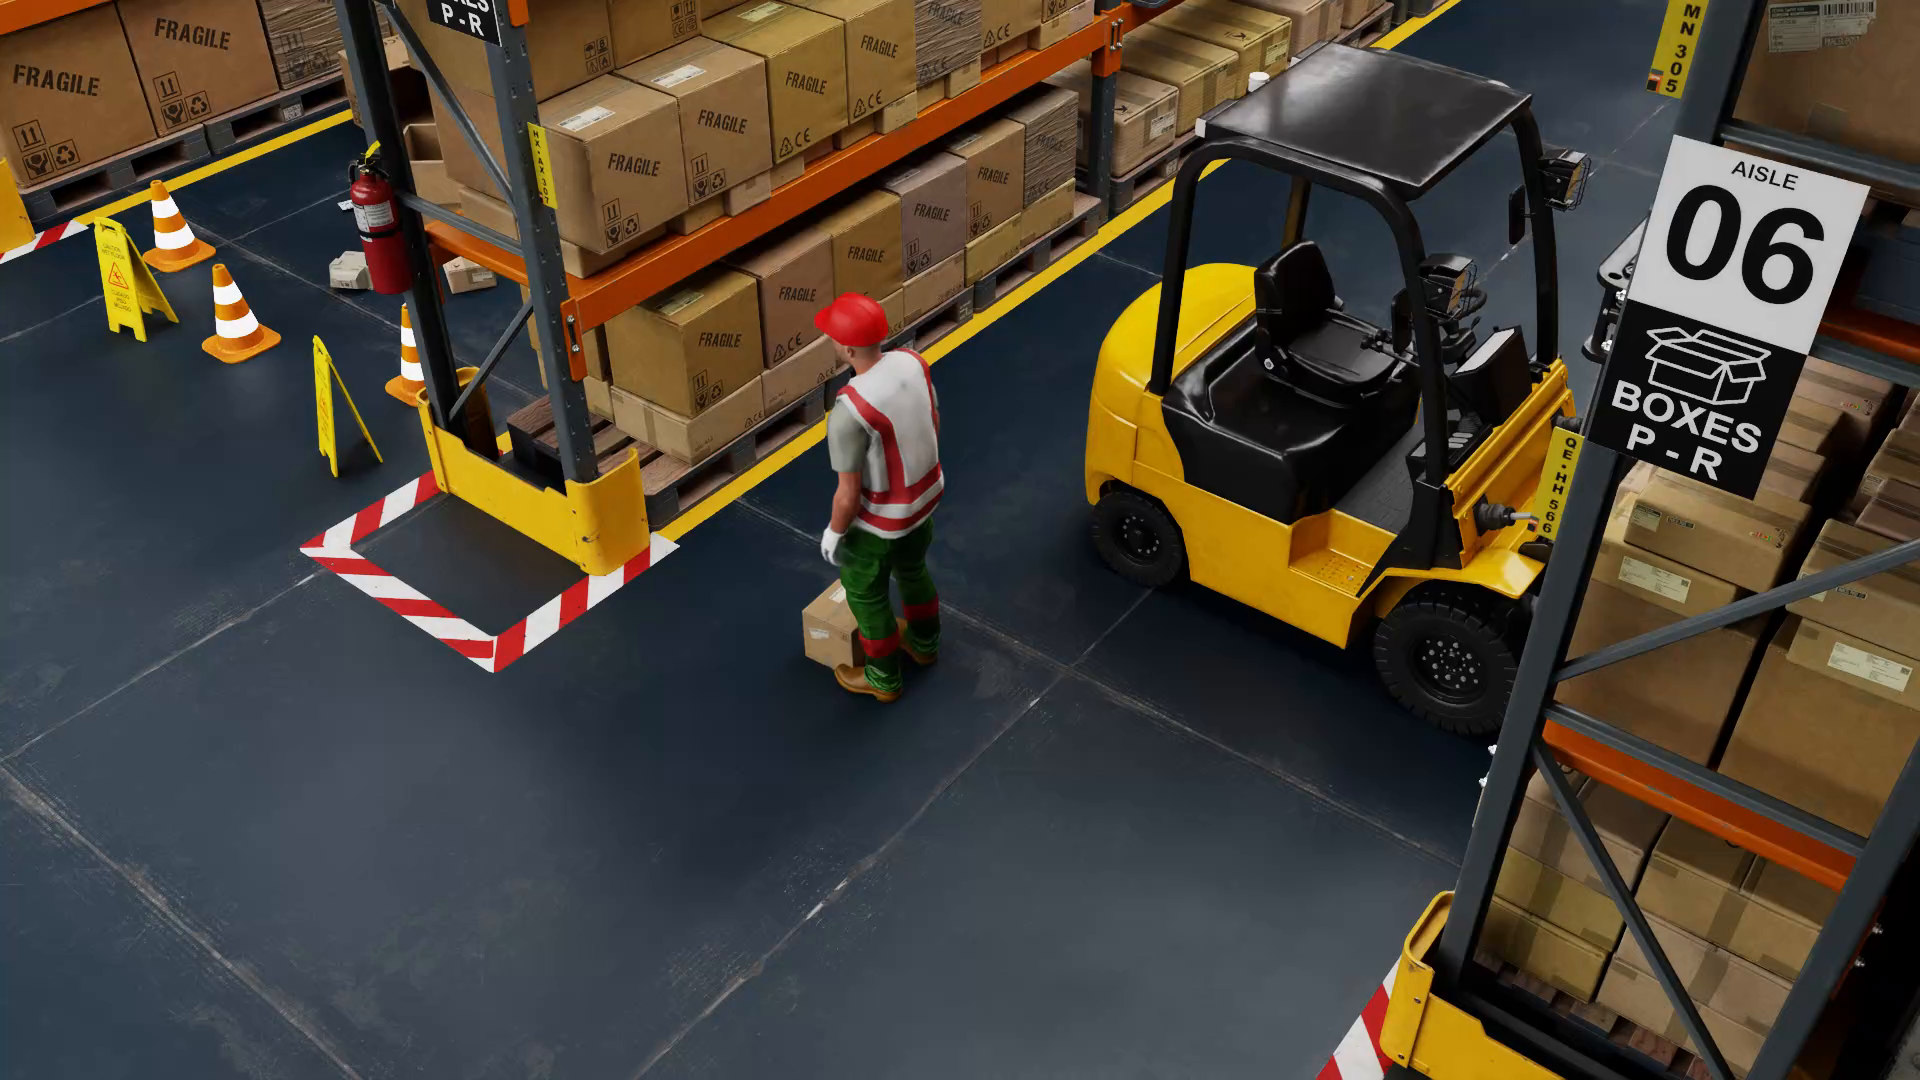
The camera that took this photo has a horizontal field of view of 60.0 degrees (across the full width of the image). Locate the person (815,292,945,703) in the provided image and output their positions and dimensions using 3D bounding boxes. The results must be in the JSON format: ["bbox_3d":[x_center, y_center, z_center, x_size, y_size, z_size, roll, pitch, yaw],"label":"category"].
[{"bbox_3d":[-0.303,-0.142,6.319,0.453,1.779,0.621,24,45,27],"label":"person"}]
